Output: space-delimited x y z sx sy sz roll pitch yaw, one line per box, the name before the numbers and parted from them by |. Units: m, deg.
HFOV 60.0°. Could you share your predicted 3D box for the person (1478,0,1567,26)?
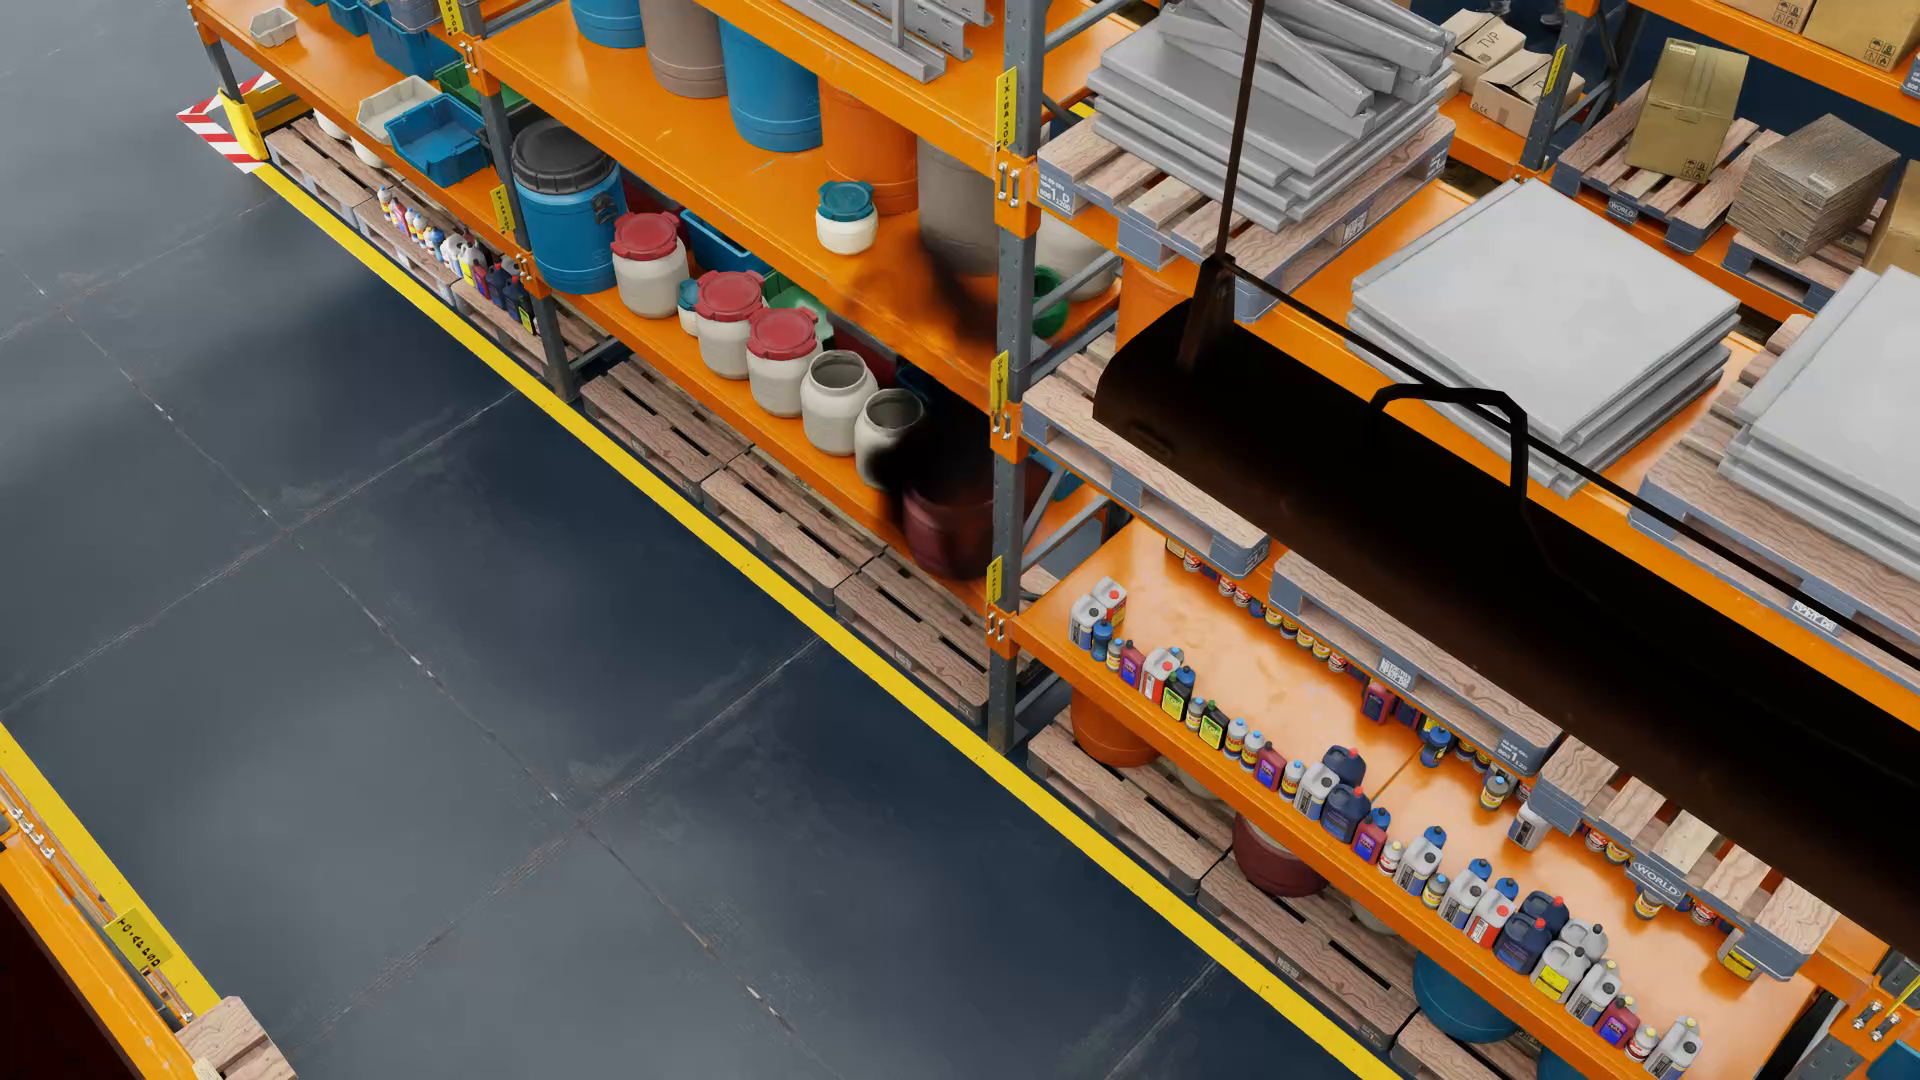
person | 4.741 -4.895 13.414 0.843 1.717 0.548 31 57 24
